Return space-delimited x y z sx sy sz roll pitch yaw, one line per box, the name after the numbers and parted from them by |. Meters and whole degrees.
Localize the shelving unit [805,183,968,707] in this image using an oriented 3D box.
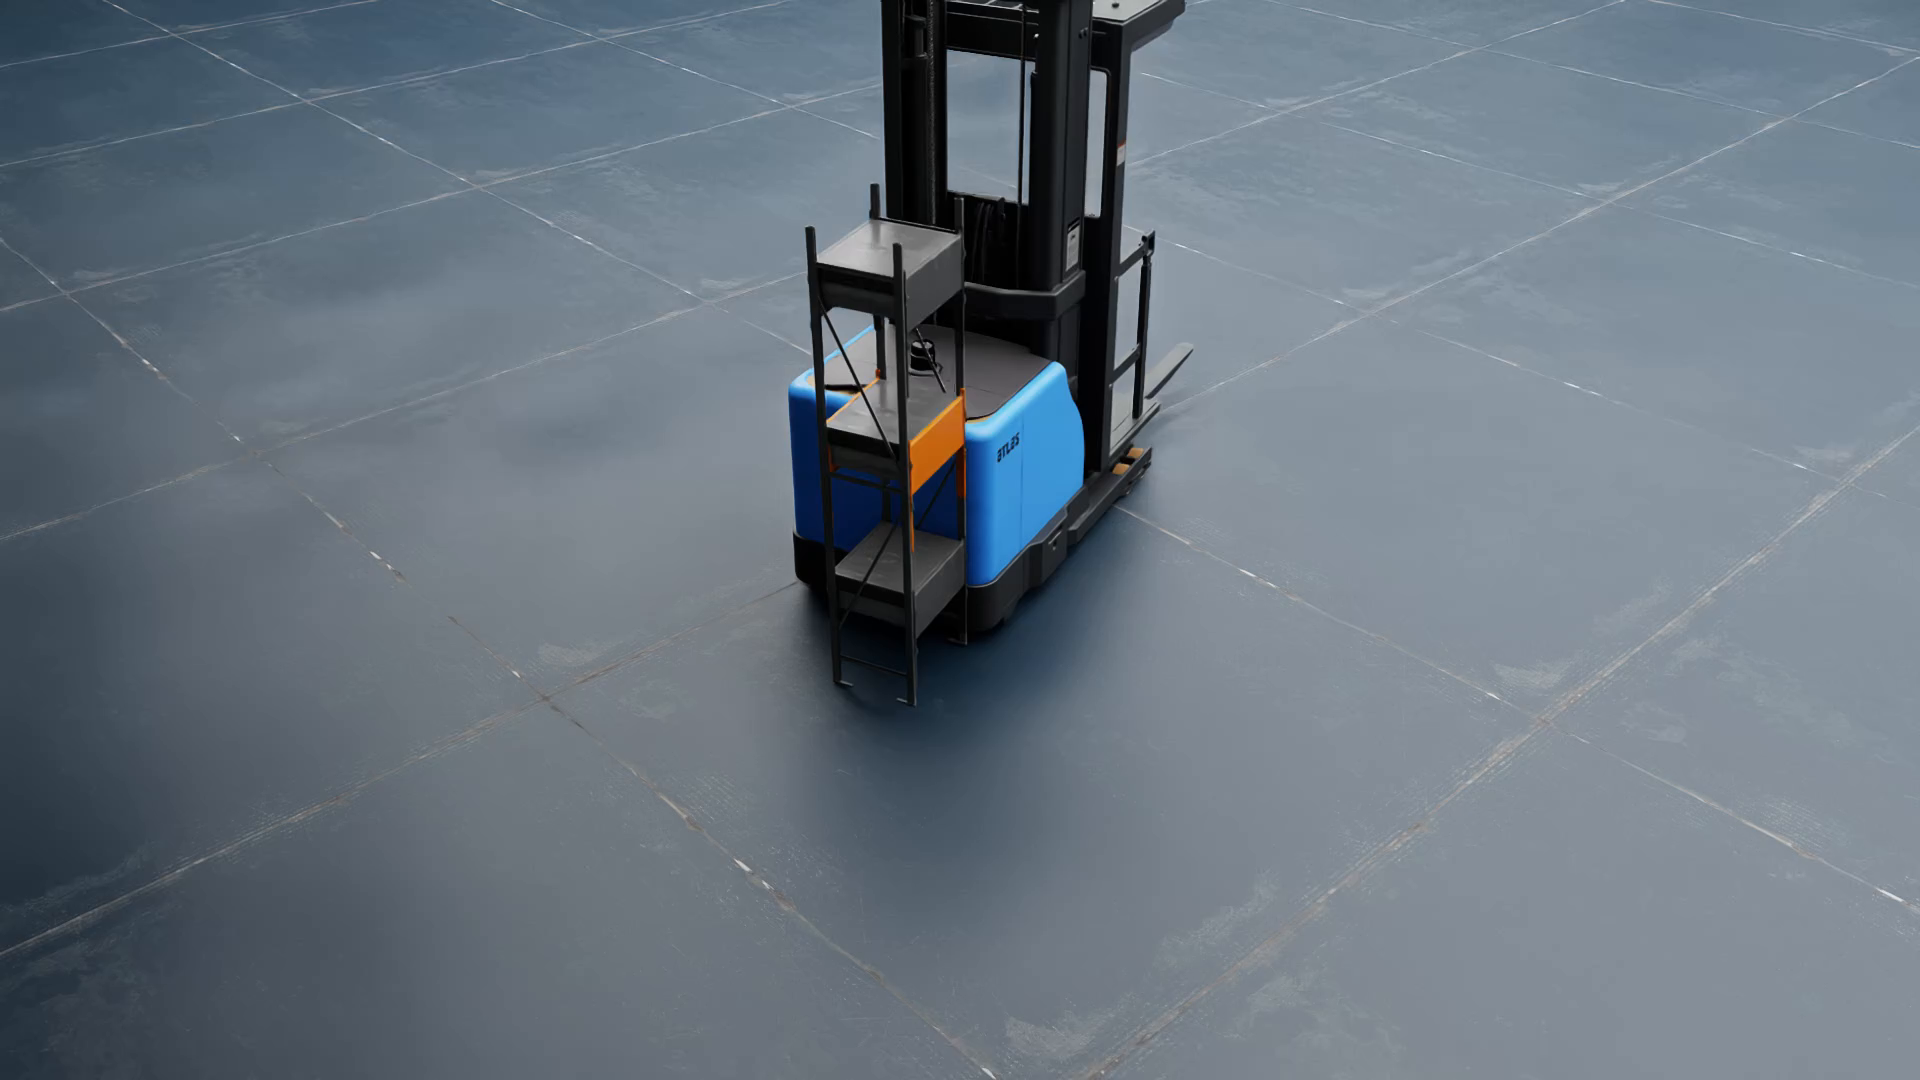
-0.269 -0.340 6.783 0.431 2.100 0.503 15 36 22 | shelving unit

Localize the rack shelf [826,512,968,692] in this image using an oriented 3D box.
-0.263 0.261 7.167 0.431 0.518 0.480 15 36 22 | rack shelf

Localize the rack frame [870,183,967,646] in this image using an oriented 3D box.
-0.159 -0.459 6.966 0.400 2.100 0.015 15 36 22 | rack frame

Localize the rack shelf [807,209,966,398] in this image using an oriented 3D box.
-0.274 -0.918 6.412 0.431 0.518 0.480 15 36 22 | rack shelf

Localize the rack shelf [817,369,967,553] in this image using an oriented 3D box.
-0.268 -0.329 6.790 0.431 0.518 0.480 15 36 22 | rack shelf

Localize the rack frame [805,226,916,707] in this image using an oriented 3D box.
-0.378 -0.222 6.599 0.400 2.100 0.015 15 36 22 | rack frame

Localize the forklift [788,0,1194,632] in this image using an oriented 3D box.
0.358 -1.583 8.030 1.130 2.935 3.031 15 35 24 | forklift
